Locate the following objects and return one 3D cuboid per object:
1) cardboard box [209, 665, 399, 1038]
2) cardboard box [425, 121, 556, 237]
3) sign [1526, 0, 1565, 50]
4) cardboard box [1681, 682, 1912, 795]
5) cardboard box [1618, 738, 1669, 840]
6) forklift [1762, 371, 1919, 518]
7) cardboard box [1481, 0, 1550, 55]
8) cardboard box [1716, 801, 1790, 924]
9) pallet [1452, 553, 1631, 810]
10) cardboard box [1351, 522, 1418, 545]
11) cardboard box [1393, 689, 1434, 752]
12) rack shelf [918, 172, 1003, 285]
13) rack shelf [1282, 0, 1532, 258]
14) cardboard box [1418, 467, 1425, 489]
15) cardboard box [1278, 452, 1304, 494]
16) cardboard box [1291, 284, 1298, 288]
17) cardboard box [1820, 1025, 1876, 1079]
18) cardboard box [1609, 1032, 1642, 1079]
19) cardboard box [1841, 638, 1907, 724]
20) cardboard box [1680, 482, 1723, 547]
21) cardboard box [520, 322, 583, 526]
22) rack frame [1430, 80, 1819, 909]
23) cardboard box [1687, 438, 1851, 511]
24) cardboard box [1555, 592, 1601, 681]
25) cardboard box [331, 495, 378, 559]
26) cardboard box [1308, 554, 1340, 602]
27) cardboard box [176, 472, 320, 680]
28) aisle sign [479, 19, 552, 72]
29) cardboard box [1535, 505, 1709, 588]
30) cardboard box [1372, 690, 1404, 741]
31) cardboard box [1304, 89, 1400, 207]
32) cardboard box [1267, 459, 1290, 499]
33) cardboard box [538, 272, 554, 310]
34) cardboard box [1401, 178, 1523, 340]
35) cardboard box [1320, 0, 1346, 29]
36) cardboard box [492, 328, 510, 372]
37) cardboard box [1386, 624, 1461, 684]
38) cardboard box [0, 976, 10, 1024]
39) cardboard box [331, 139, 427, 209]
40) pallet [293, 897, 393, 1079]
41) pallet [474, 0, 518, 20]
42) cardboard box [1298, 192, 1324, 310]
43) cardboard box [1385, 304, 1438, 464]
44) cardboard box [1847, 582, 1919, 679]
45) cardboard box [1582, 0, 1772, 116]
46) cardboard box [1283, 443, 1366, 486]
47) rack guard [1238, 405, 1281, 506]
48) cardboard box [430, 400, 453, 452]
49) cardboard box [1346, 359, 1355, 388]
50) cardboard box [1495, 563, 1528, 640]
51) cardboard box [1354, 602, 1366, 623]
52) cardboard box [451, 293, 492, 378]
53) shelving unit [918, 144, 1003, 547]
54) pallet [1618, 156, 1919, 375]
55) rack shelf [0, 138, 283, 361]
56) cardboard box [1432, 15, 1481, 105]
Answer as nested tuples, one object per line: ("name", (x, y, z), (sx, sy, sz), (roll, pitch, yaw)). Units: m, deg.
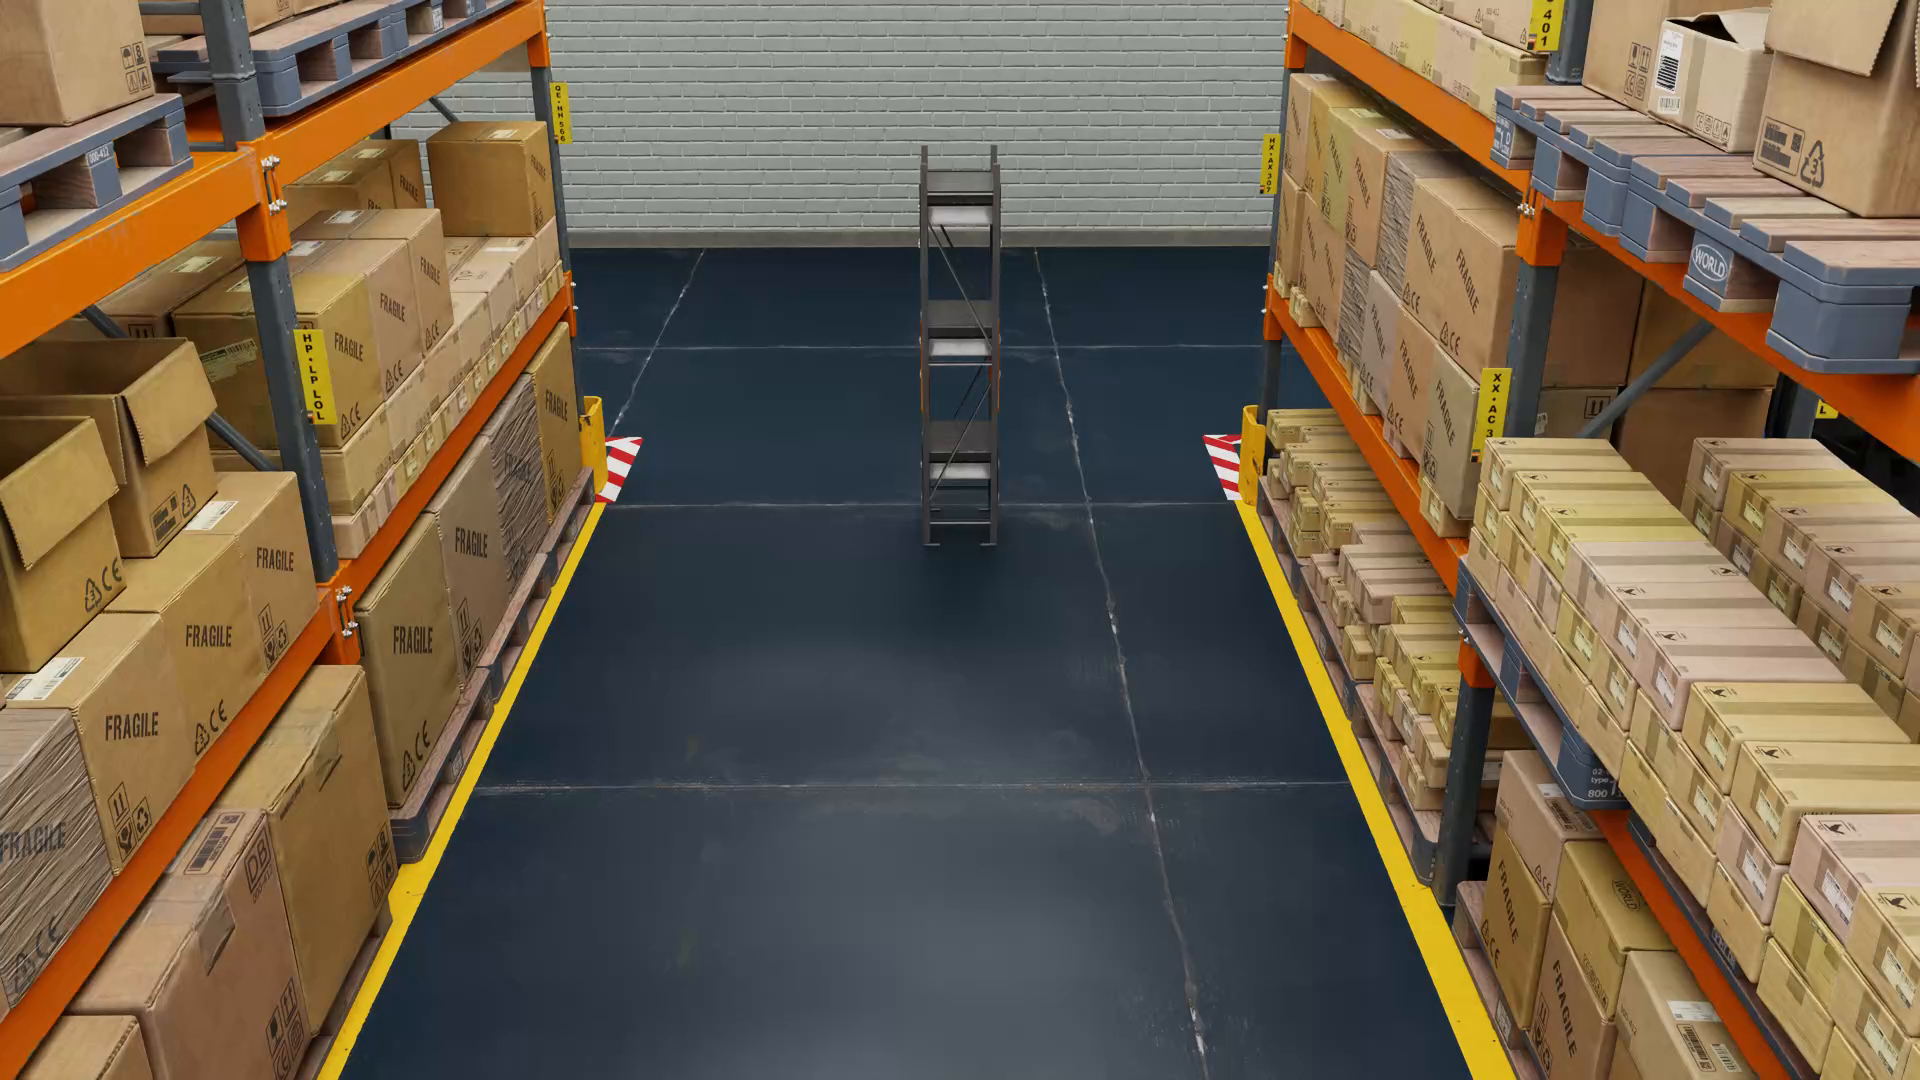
("cardboard box", (-2.645, 1.002, 5.463), (1.225, 0.875, 0.875), (0, 24, 0))
("cardboard box", (-2.447, -1.896, 8.712), (0.500, 0.500, 0.500), (0, 24, 0))
("sign", (1.747, -1.615, 4.914), (0.100, 0.325, 0.005), (0, 24, -1))
("cardboard box", (1.855, 0.442, 3.707), (0.380, 0.149, 0.250), (0, 24, 1))
("cardboard box", (1.853, 0.607, 4.064), (0.380, 0.149, 0.250), (-1, 24, -2))
("forklift", (4.918, -1.172, 8.285), (1.130, 2.935, 3.031), (-5, 25, -10))
("cardboard box", (2.030, -1.734, 5.379), (0.500, 0.250, 0.500), (-1, 24, -3))
("cardboard box", (1.856, 0.684, 3.532), (0.380, 0.149, 0.250), (0, 24, 1))
("pallet", (2.152, 0.384, 4.993), (1.003, 0.211, 1.213), (0, 24, -1))
("cardboard box", (2.044, 0.032, 7.767), (0.380, 0.149, 0.250), (0, 24, 0))
("cardboard box", (1.952, 0.713, 6.621), (0.380, 0.149, 0.250), (-1, 24, -3))
("rack shelf", (-0.002, -1.650, 8.685), (0.431, 0.518, 0.480), (0, 24, -1))
("rack shelf", (2.267, -1.882, 7.004), (1.077, 0.370, 4.000), (0, 24, -1))
("cardboard box", (1.997, -0.237, 6.439), (0.380, 0.149, 0.250), (1, 24, 2))
("cardboard box", (1.941, -0.365, 9.006), (0.380, 0.149, 0.250), (0, 24, -1))
("cardboard box", (1.965, -1.313, 8.818), (0.380, 0.149, 0.250), (1, 24, 1))
("cardboard box", (1.865, 1.040, 3.105), (0.380, 0.149, 0.250), (-1, 24, -1))
("cardboard box", (2.059, 1.668, 4.445), (0.500, 0.500, 0.500), (0, 24, 0))
("cardboard box", (2.504, 0.363, 4.243), (0.380, 0.149, 0.250), (-1, 24, -3))
("cardboard box", (2.491, -0.068, 5.195), (0.380, 0.149, 0.250), (0, 24, 1))
("cardboard box", (-2.628, -0.646, 9.108), (0.875, 0.875, 0.875), (0, 24, -1))
("rack frame", (2.289, -0.019, 5.652), (1.000, 3.000, 0.127), (0, 24, -1))
("cardboard box", (2.489, -0.202, 5.130), (0.380, 0.149, 0.250), (1, 24, 2))
("cardboard box", (1.845, 0.253, 4.484), (0.380, 0.149, 0.250), (-1, 24, -3))
("cardboard box", (-2.342, -0.047, 6.019), (0.380, 0.149, 0.250), (0, 24, 0))
("cardboard box", (1.932, 0.181, 8.159), (0.380, 0.149, 0.250), (-1, 24, -3))
("cardboard box", (-2.393, 0.108, 5.250), (0.500, 0.500, 0.500), (0, 24, 0))
("aisle sign", (-2.416, -2.902, 8.871), (0.394, 0.787, 0.004), (0, 24, -1))
("cardboard box", (1.843, 0.018, 4.643), (0.380, 0.149, 0.250), (0, 24, 0))
("cardboard box", (1.958, 0.713, 6.984), (0.380, 0.149, 0.250), (-1, 24, -2))
("cardboard box", (1.997, -1.910, 8.137), (0.500, 0.500, 0.500), (0, 24, 1))
("cardboard box", (1.931, -0.342, 9.316), (0.380, 0.149, 0.250), (0, 24, 1))
("cardboard box", (-2.378, -1.320, 8.832), (0.380, 0.149, 0.250), (0, 24, 0))
("cardboard box", (2.003, -1.061, 6.260), (0.500, 0.500, 0.500), (-1, 24, -2))
("cardboard box", (1.996, -2.562, 7.817), (0.500, 0.250, 0.500), (1, 24, 1))
("cardboard box", (-2.366, -0.899, 7.902), (0.380, 0.149, 0.250), (0, 24, 0))
("cardboard box", (1.973, 0.465, 6.811), (0.380, 0.149, 0.250), (0, 24, -1))
("cardboard box", (-2.378, 0.939, 3.411), (0.500, 0.500, 0.500), (-1, 24, -2))
("cardboard box", (-2.974, -1.690, 8.258), (0.500, 0.500, 0.500), (-1, 24, -2))
("pallet", (-2.588, 1.550, 5.567), (1.003, 0.211, 1.213), (0, 24, -1))
("pallet", (-2.697, -2.707, 8.063), (1.003, 0.211, 1.213), (0, 24, -1))
("cardboard box", (2.005, -1.441, 8.315), (0.500, 0.500, 0.500), (0, 24, 0))
("cardboard box", (1.997, -0.612, 6.481), (0.500, 0.500, 0.500), (-1, 24, -2))
("cardboard box", (2.496, 0.224, 4.187), (0.380, 0.149, 0.250), (-1, 24, -2))
("cardboard box", (2.183, -1.466, 4.580), (0.700, 0.500, 0.500), (0, 24, 0))
("cardboard box", (1.909, -0.396, 8.713), (0.380, 0.149, 0.250), (0, 24, -1))
("rack guard", (2.246, -0.497, 9.742), (1.175, 0.500, 0.348), (0, 24, -1))
("cardboard box", (-2.356, -0.478, 6.971), (0.380, 0.149, 0.250), (-1, 24, -1))
("cardboard box", (1.989, -0.775, 7.628), (0.380, 0.149, 0.250), (1, 24, 1))
("cardboard box", (1.842, 0.183, 5.001), (0.380, 0.149, 0.250), (0, 24, 0))
("cardboard box", (2.022, 0.284, 7.571), (0.380, 0.149, 0.250), (-1, 24, -3))
("cardboard box", (-2.424, -0.922, 7.469), (0.500, 0.250, 0.500), (0, 24, 0))
("shelving unit", (-0.002, -1.025, 8.968), (0.431, 2.100, 0.503), (0, 24, -1))
("pallet", (2.204, -0.618, 3.564), (1.213, 0.211, 1.003), (0, 24, -1))
("rack shelf", (-2.650, -0.253, 3.402), (1.077, 0.370, 4.000), (0, 24, -1))
("cardboard box", (2.020, -1.724, 5.964), (0.500, 0.250, 0.500), (0, 24, -1))
